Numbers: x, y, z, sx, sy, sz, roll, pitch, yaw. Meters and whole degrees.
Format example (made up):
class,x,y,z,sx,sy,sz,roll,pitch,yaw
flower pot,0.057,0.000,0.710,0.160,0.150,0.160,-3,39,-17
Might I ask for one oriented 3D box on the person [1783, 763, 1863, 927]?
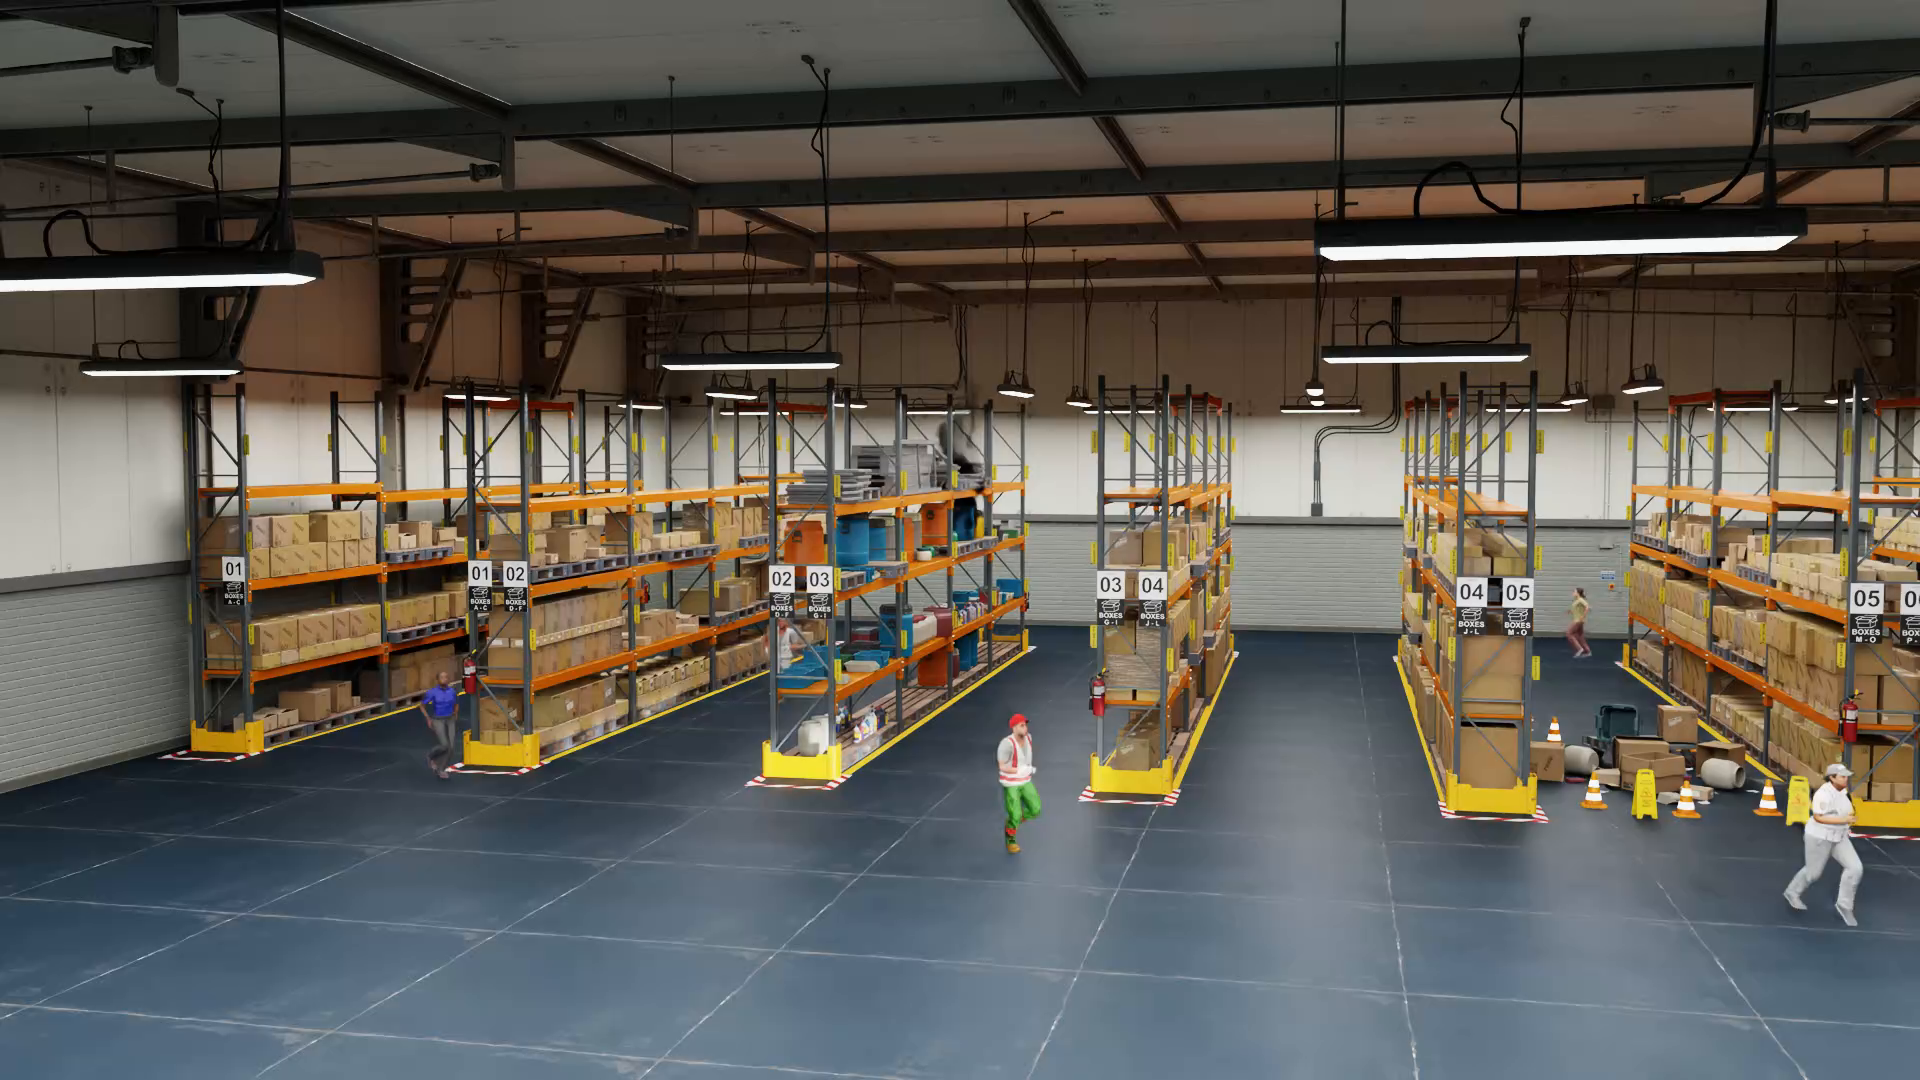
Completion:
class,x,y,z,sx,sy,sz,roll,pitch,yaw
person,9.124,3.182,17.546,0.626,1.708,0.803,-2,4,-30

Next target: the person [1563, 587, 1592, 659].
class,x,y,z,sx,sy,sz,roll,pitch,yaw
person,14.493,1.956,39.008,0.654,1.671,0.598,1,3,18

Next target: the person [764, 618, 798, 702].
class,x,y,z,sx,sy,sz,roll,pitch,yaw
person,-3.477,2.295,32.101,0.709,1.726,0.681,0,3,5

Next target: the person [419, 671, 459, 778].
class,x,y,z,sx,sy,sz,roll,pitch,yaw
person,-7.756,2.773,24.980,0.566,1.616,0.544,-3,5,-45

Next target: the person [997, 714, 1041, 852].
class,x,y,z,sx,sy,sz,roll,pitch,yaw
person,0.752,2.970,20.254,0.707,1.728,0.657,-3,4,-41
